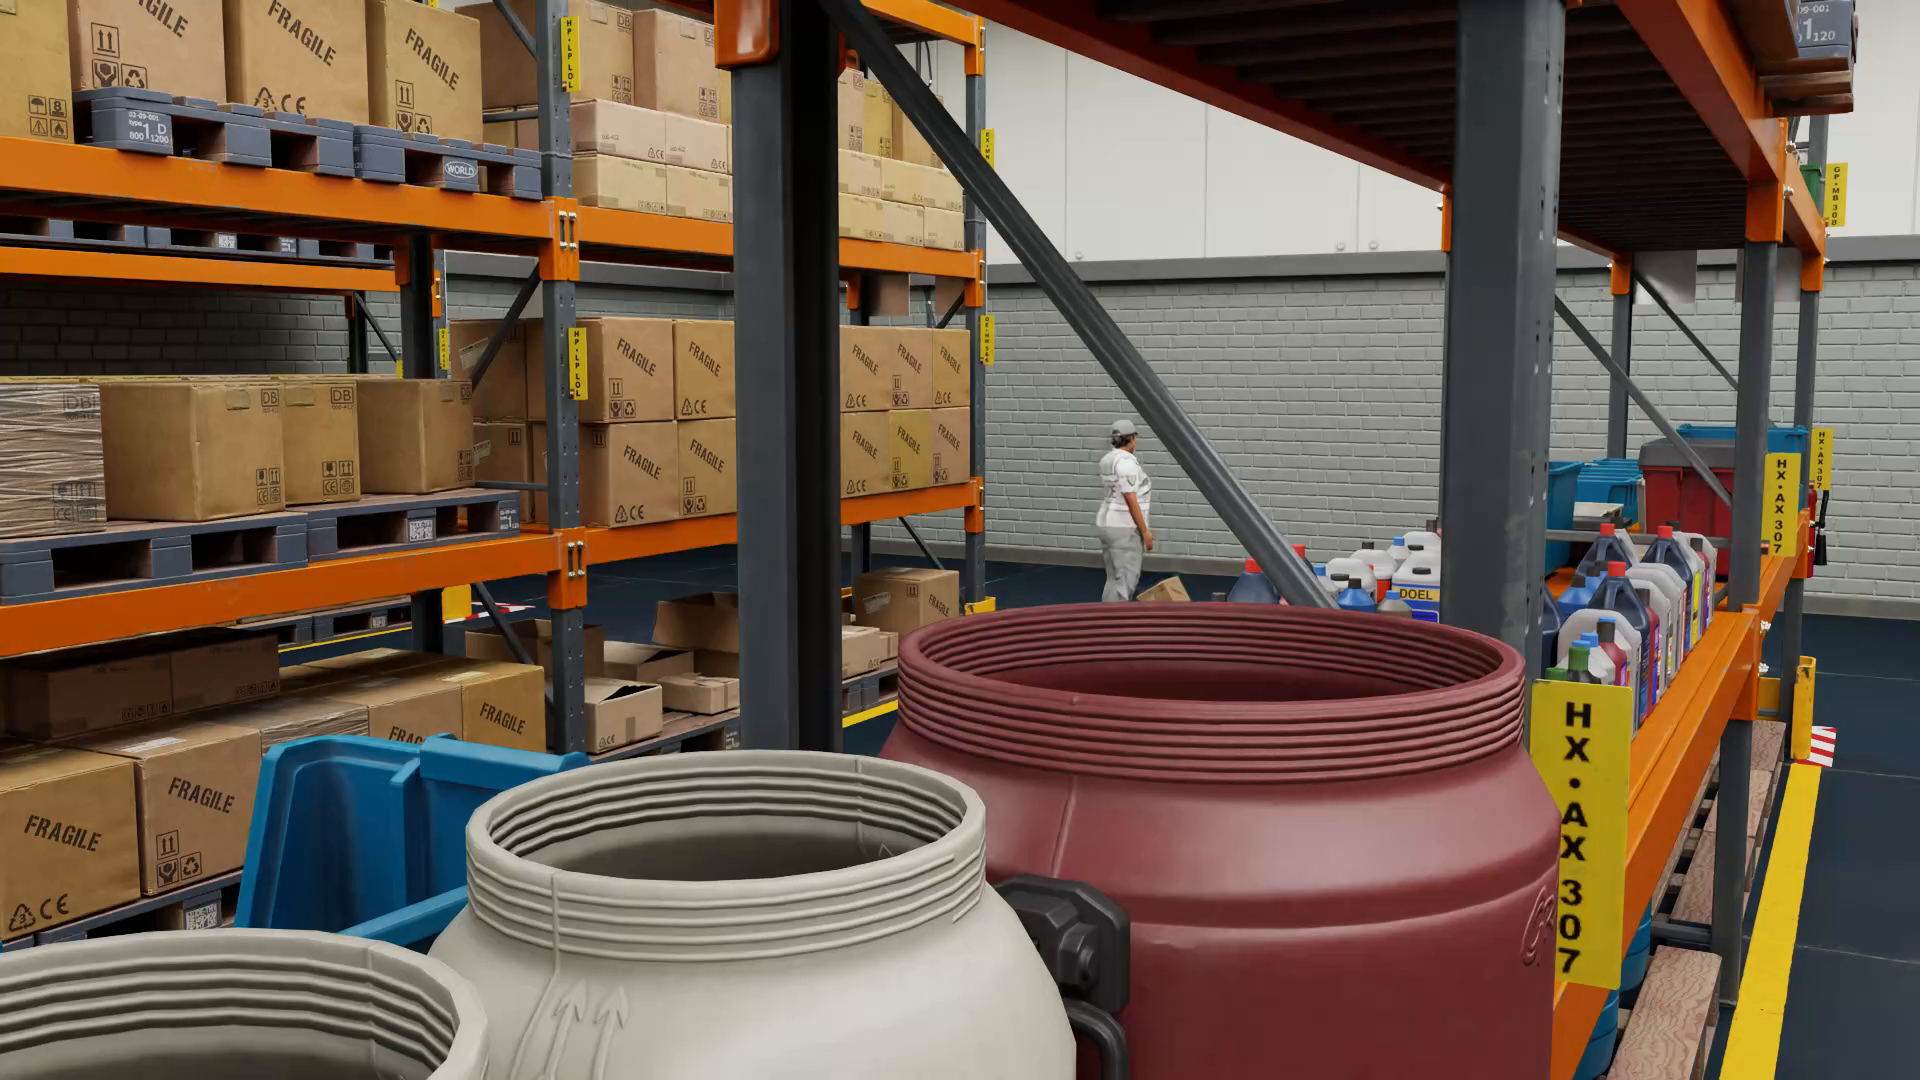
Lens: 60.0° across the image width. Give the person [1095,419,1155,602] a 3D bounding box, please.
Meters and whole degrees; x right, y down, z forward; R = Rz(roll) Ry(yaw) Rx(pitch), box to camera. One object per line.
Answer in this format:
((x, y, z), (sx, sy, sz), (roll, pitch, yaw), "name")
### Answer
((1.207, -0.045, 12.166), (0.383, 1.670, 0.626), (-1, 6, -11), "person")
